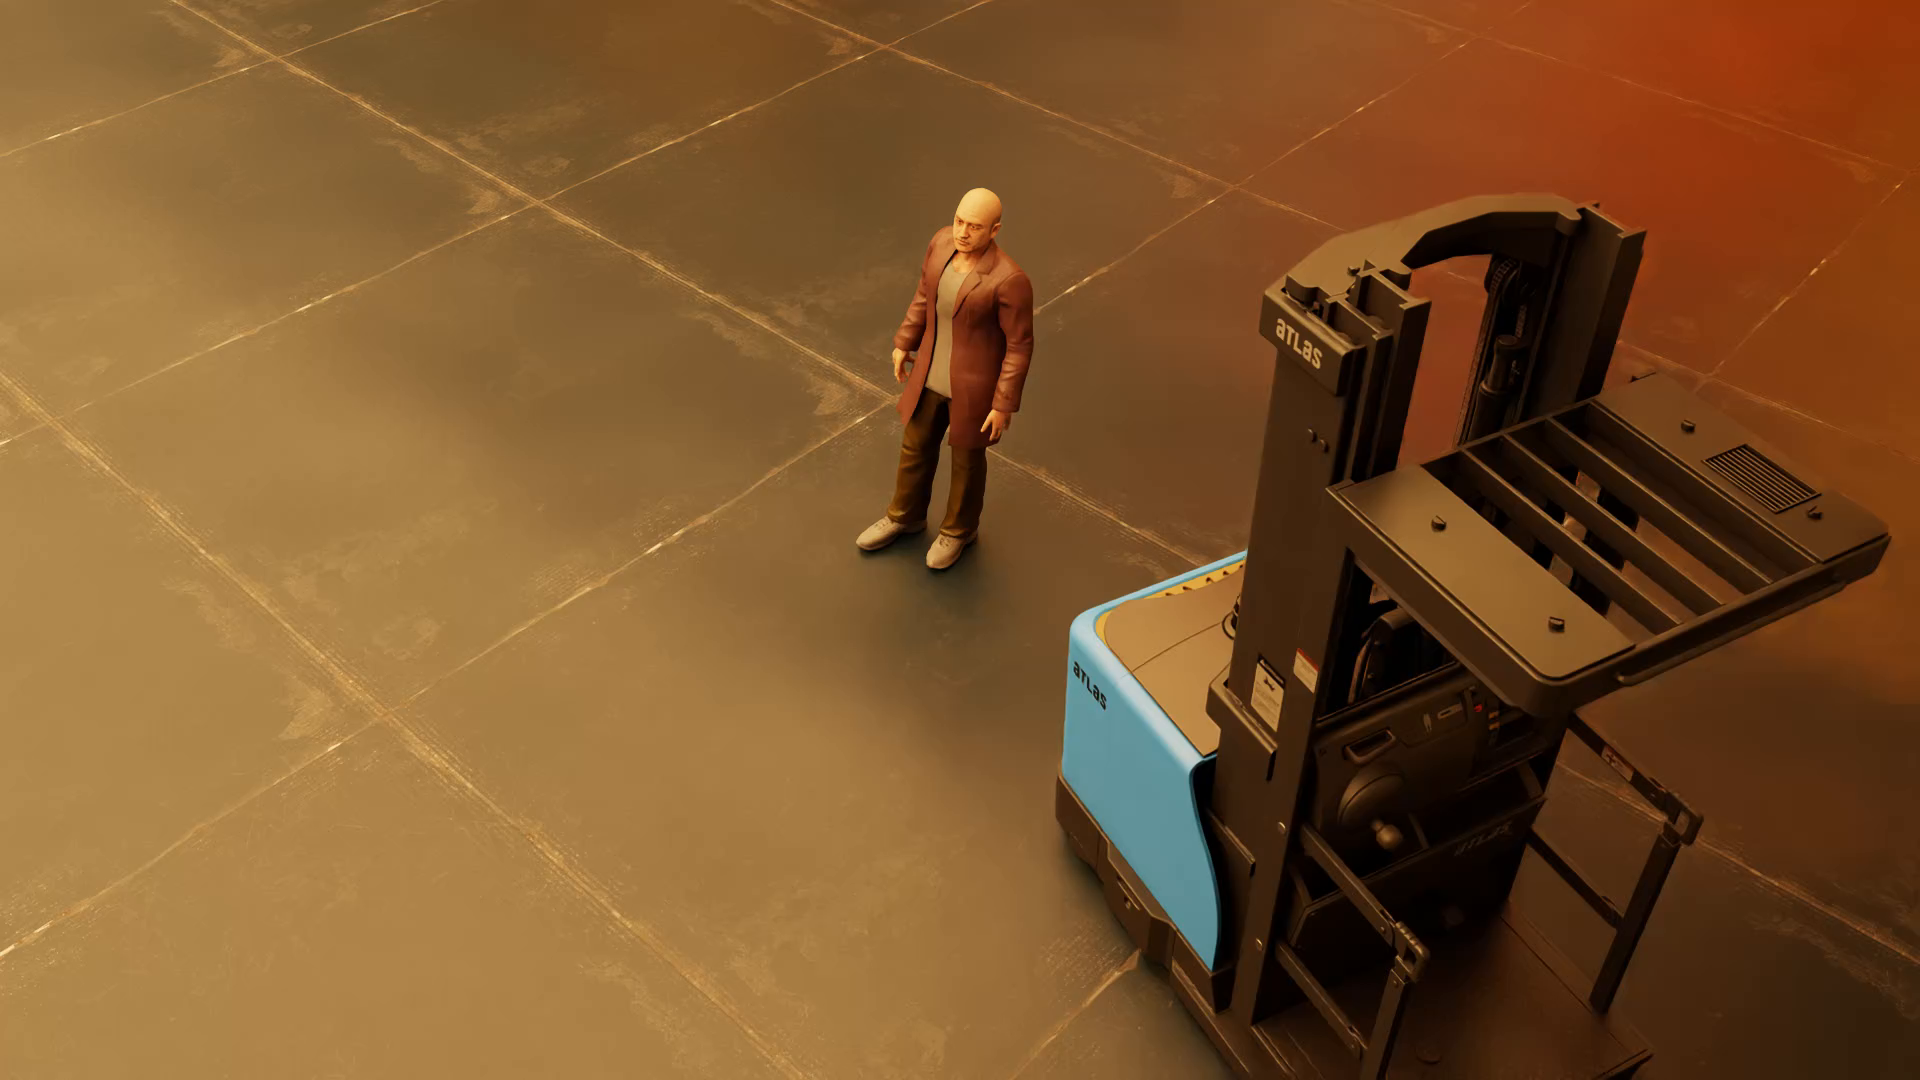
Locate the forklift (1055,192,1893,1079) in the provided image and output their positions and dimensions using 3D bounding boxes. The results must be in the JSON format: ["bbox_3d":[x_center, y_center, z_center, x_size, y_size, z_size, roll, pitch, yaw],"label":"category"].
[{"bbox_3d":[1.501,0.664,4.655,1.130,2.935,3.031,-19,44,-21],"label":"forklift"}]

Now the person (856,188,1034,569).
[{"bbox_3d":[-0.065,-0.542,7.131,0.694,1.520,0.582,31,49,31],"label":"person"}]
